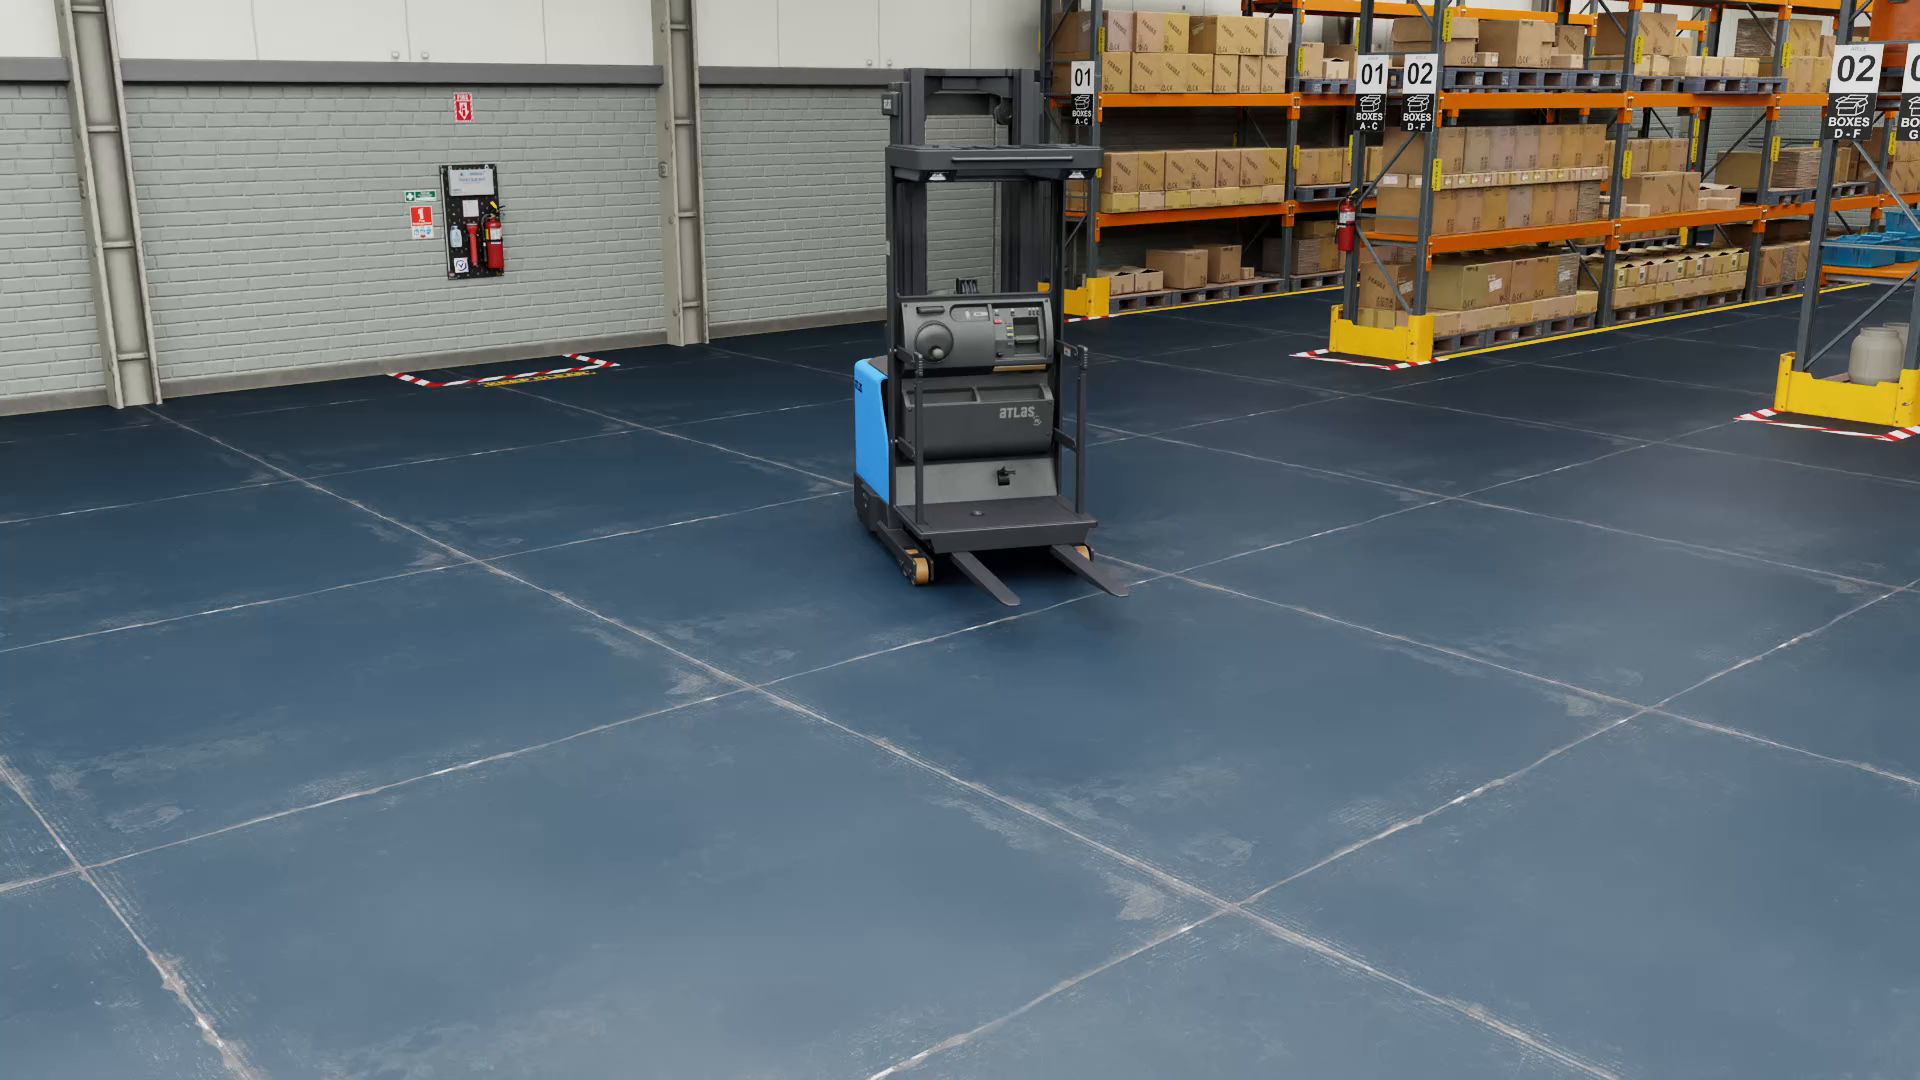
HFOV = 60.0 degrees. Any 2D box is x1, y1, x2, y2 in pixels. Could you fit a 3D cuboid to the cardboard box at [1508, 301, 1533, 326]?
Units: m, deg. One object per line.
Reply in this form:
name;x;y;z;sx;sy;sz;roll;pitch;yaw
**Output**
cardboard box;6.344;-2.676;19.471;0.500;0.250;0.500;-13;19;-39

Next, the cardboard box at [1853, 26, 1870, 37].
cardboard box;14.055;-7.604;25.460;0.500;0.500;0.700;-13;19;-39

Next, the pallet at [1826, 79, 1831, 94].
pallet;12.395;-6.618;24.267;1.003;0.211;1.213;-13;19;-39

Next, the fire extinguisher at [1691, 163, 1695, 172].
fire extinguisher;13.893;-6.893;31.615;0.183;0.674;0.296;-13;19;-39

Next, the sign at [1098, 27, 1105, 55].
sign;1.763;-6.230;20.755;0.005;0.325;0.100;-13;19;-39

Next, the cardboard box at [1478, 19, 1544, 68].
cardboard box;6.093;-5.496;18.424;0.500;0.500;0.500;-13;19;-39

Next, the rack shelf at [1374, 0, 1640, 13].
rack shelf;6.170;-6.197;18.681;4.000;0.370;1.077;-13;19;-39

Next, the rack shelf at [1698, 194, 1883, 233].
rack shelf;12.205;-4.847;24.477;4.000;0.370;1.077;-13;19;-39

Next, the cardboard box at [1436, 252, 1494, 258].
cardboard box;5.993;-3.143;19.764;0.500;0.500;0.500;-13;19;-39

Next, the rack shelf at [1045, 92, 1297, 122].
rack shelf;2.915;-5.905;22.624;4.000;0.370;1.077;-13;19;-39

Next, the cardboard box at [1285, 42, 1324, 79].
cardboard box;4.889;-6.919;24.021;0.500;0.500;0.500;-9;18;-32

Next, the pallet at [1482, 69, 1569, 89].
pallet;6.132;-5.229;18.874;1.213;0.211;1.003;-13;19;-39

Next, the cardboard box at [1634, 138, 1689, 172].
cardboard box;13.098;-7.231;31.428;0.700;0.700;0.980;-12;19;-37

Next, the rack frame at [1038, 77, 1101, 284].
rack frame;1.406;-4.464;21.650;0.127;3.000;1.000;-13;19;-39

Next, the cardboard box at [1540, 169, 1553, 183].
cardboard box;6.655;-4.237;19.349;0.250;0.149;0.380;-12;19;-38

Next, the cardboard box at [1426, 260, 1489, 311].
cardboard box;5.587;-2.870;18.742;0.500;0.500;0.500;-13;19;-39

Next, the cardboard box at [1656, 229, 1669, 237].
cardboard box;13.014;-6.032;31.549;0.500;0.500;0.700;-13;19;-39

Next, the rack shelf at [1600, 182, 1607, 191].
rack shelf;11.968;-6.488;30.622;4.000;0.370;1.077;-13;19;-39

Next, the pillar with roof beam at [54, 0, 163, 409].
pillar with roof beam;-4.860;-4.779;11.202;0.400;9.000;9.100;-13;19;-39

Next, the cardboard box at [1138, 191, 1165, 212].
cardboard box;2.365;-4.513;22.084;0.500;0.250;0.500;-13;20;-41

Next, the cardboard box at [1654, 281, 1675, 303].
cardboard box;8.921;-3.247;21.608;0.500;0.250;0.500;-13;20;-41

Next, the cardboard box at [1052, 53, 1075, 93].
cardboard box;1.555;-6.091;21.697;0.500;0.500;0.500;-11;18;-35

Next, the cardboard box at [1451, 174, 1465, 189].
cardboard box;5.296;-3.932;18.207;0.250;0.149;0.380;-13;20;-41

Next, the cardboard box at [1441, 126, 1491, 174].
cardboard box;5.454;-4.351;18.519;0.500;0.500;0.700;-13;20;-41

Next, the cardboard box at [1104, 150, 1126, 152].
cardboard box;2.008;-4.968;22.336;0.500;0.500;0.500;-12;19;-39

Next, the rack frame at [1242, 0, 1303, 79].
rack frame;4.424;-8.040;23.413;0.127;3.000;1.000;-13;19;-39

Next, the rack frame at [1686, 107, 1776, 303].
rack frame;10.696;-4.856;23.116;0.127;3.000;1.000;-13;19;-39

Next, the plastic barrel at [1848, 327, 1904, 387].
plastic barrel;8.356;-1.663;15.169;0.421;0.512;0.421;0;15;0

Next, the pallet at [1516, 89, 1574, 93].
pallet;9.800;-7.689;28.281;1.217;0.209;0.805;-14;20;-42

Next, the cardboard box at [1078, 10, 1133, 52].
cardboard box;1.856;-6.472;21.186;0.500;0.500;0.500;14;21;43

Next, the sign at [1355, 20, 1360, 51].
sign;4.315;-5.447;17.955;0.005;0.325;0.100;-13;19;-39

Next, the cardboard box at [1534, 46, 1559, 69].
cardboard box;6.718;-5.729;19.661;0.500;0.311;0.500;-14;20;-42

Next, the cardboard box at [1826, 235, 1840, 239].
cardboard box;13.151;-4.317;25.089;0.500;0.500;0.500;-13;19;-39

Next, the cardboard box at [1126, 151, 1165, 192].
cardboard box;2.343;-4.868;21.960;0.500;0.500;0.500;-13;19;-39

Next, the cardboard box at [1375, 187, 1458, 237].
cardboard box;5.021;-3.625;18.316;0.500;0.500;0.700;-13;19;-39

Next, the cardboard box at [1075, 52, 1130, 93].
cardboard box;1.823;-5.979;21.277;0.500;0.500;0.500;-12;19;-38

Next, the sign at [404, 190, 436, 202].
sign;-5.525;-3.522;17.028;0.331;0.109;0.001;-13;19;-39

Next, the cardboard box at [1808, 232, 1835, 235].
cardboard box;13.189;-4.504;25.789;0.500;0.500;0.500;-14;20;-42

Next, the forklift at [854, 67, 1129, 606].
forklift;0.167;-1.261;9.793;1.130;2.935;3.031;-4;15;-15

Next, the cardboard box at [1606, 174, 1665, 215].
cardboard box;8.666;-4.442;21.375;0.500;0.500;0.500;-11;18;-35

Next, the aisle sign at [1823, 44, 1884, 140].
aisle sign;7.660;-3.837;14.265;0.004;0.787;0.394;-13;19;-39

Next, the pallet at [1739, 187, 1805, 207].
pallet;11.161;-4.891;23.621;1.003;0.211;1.213;-13;19;-39

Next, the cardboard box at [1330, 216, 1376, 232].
cardboard box;6.076;-4.882;25.752;0.500;0.250;0.500;-13;20;-40

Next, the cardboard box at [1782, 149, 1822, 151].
cardboard box;12.421;-5.473;24.420;0.700;0.500;0.500;10;18;33

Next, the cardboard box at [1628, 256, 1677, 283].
cardboard box;8.924;-3.517;21.530;0.500;0.311;0.500;-14;20;-41

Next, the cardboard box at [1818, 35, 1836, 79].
cardboard box;12.281;-6.984;24.072;0.600;0.600;0.600;-14;20;-41

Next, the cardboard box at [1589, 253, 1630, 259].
cardboard box;8.562;-3.621;21.922;0.500;0.311;0.500;-13;20;-40

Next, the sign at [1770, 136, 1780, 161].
sign;11.063;-5.307;22.564;0.005;0.325;0.100;-13;19;-39

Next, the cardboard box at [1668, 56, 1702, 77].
cardboard box;9.161;-6.070;21.325;0.500;0.250;0.500;14;20;42

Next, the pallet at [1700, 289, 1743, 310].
pallet;10.049;-3.377;22.982;1.213;0.211;1.003;-13;19;-39

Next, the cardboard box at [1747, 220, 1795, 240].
cardboard box;12.056;-4.611;24.739;0.500;0.250;0.500;-13;20;-40
